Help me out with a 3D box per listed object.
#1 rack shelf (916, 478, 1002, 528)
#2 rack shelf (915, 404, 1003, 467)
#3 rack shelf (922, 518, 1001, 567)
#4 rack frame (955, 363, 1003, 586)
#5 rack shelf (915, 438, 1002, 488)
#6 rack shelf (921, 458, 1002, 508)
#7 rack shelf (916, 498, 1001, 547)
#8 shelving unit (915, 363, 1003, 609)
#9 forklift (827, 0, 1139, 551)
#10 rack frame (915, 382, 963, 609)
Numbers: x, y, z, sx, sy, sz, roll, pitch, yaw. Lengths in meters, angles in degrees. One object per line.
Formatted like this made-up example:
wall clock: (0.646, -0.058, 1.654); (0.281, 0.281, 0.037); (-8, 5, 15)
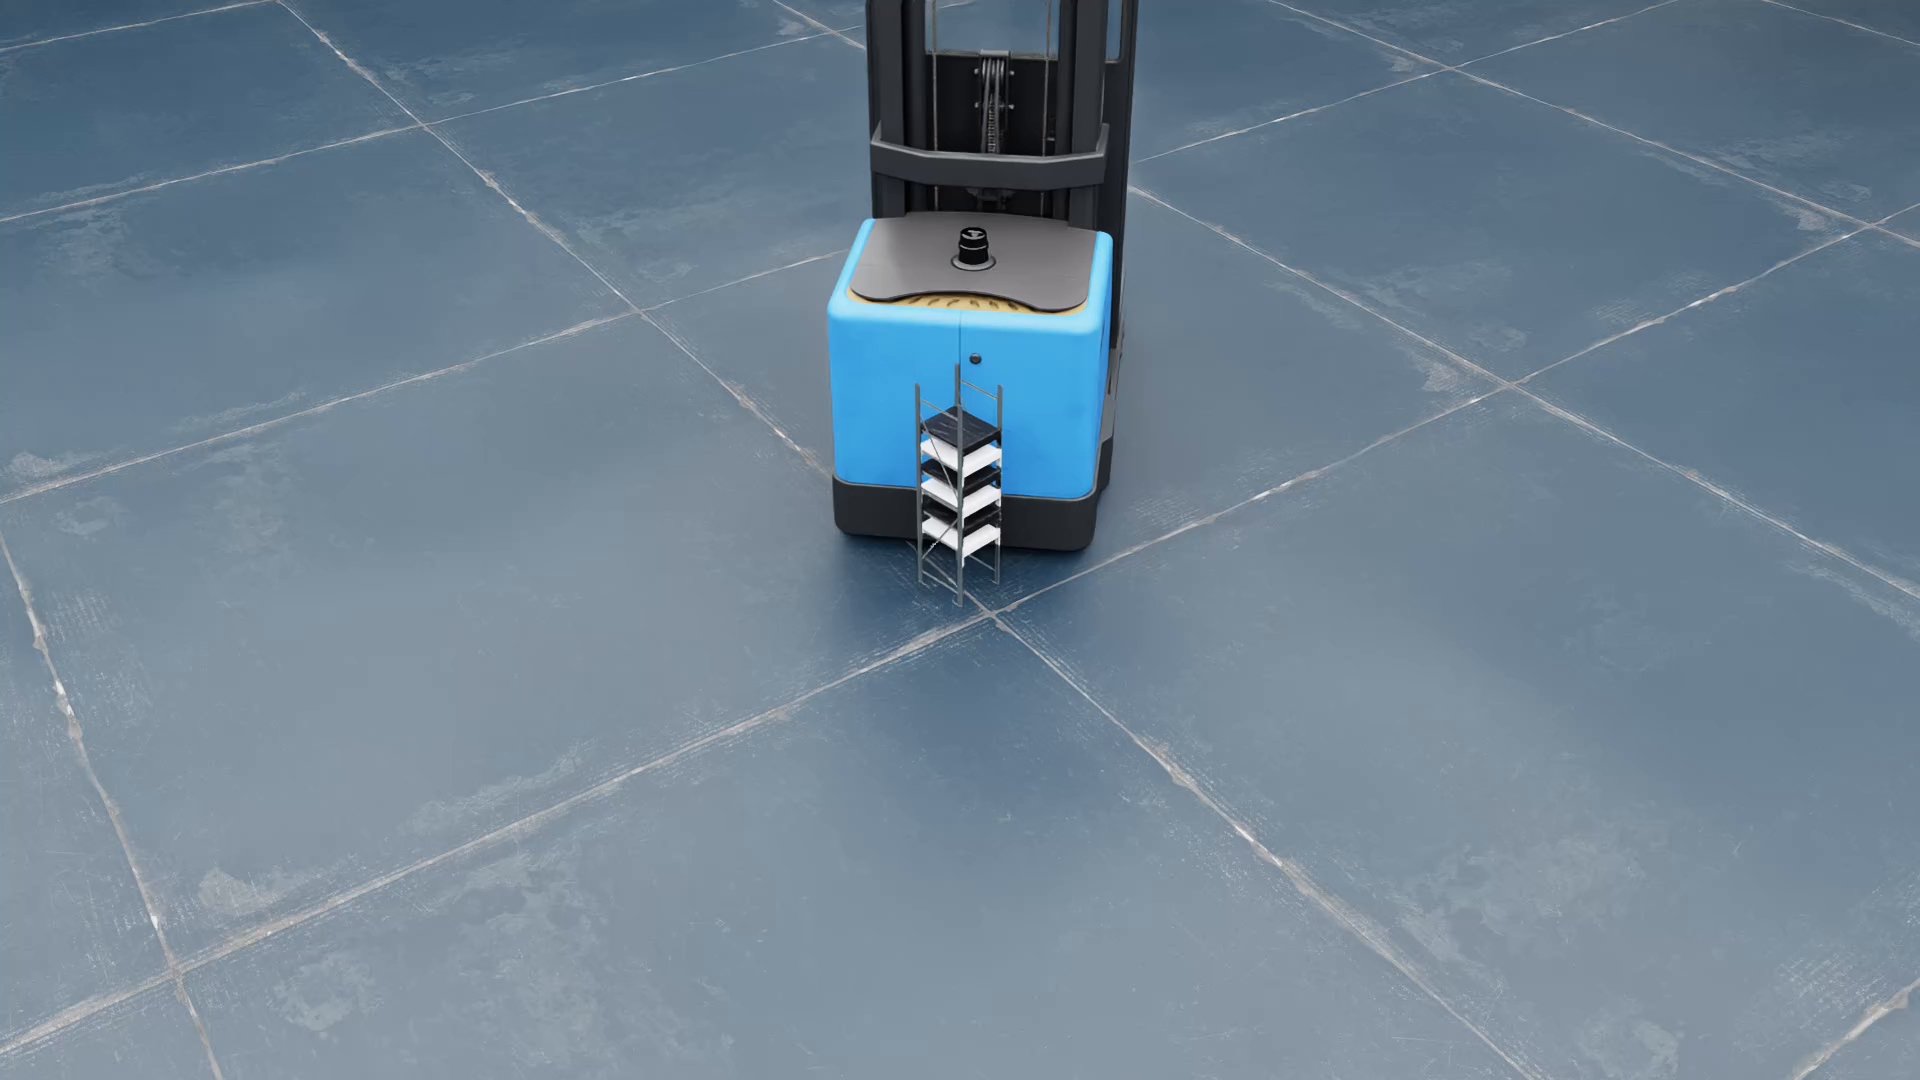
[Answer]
rack shelf: (-0.005, -0.168, 6.270); (0.200, 0.077, 0.258); (-30, 45, -35)
rack shelf: (-0.005, -0.387, 6.112); (0.200, 0.077, 0.258); (-30, 45, -35)
rack shelf: (-0.005, -0.022, 6.375); (0.200, 0.077, 0.258); (-30, 45, -35)
rack frame: (0.067, -0.237, 6.308); (0.006, 0.900, 0.240); (-30, 45, -35)
rack shelf: (-0.005, -0.314, 6.164); (0.200, 0.077, 0.258); (-30, 45, -35)
rack shelf: (-0.005, -0.241, 6.217); (0.200, 0.077, 0.258); (-30, 45, -35)
rack shelf: (-0.005, -0.095, 6.322); (0.200, 0.077, 0.258); (-30, 45, -35)
shelving unit: (-0.005, -0.195, 6.250); (0.210, 0.900, 0.258); (-30, 45, -35)
forklift: (0.199, -1.997, 7.017); (1.130, 2.935, 3.031); (4, 36, 6)
rack frame: (-0.077, -0.153, 6.192); (0.006, 0.900, 0.240); (-30, 45, -35)
